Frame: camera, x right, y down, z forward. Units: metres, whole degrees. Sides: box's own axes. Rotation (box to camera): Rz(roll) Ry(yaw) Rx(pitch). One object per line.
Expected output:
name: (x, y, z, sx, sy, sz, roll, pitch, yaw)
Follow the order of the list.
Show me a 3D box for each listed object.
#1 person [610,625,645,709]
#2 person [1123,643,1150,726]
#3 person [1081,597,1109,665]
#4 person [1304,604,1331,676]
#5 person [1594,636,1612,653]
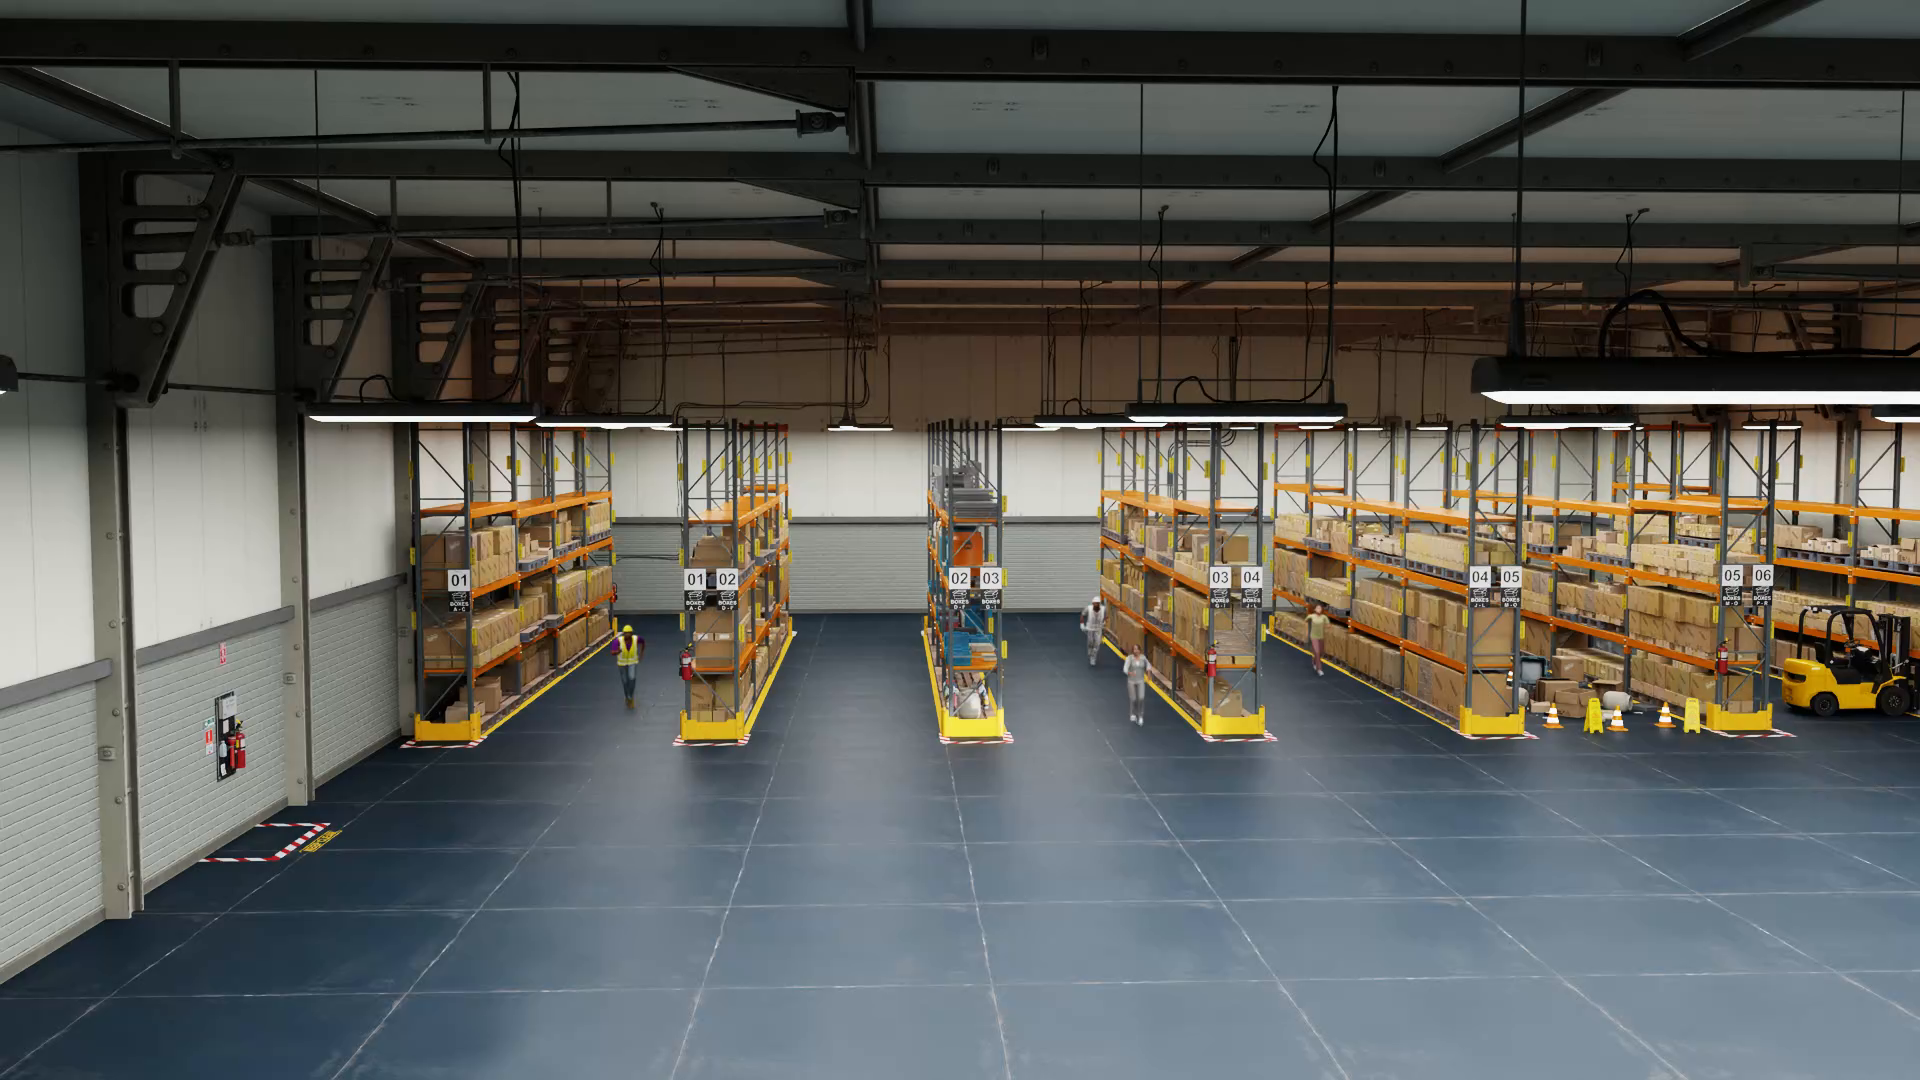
person: (-6.947, 2.634, 34.789, 0.684, 1.754, 0.936, 0, 4, -6)
person: (3.480, 2.851, 32.681, 0.553, 1.656, 0.688, 0, 4, 0)
person: (3.344, 2.245, 41.301, 0.677, 1.706, 0.772, -1, 4, -10)
person: (8.492, 2.330, 39.467, 0.571, 1.660, 0.970, 0, 4, -4)
person: (16.234, 2.184, 41.930, 0.596, 1.740, 0.708, 0, 4, -5)
